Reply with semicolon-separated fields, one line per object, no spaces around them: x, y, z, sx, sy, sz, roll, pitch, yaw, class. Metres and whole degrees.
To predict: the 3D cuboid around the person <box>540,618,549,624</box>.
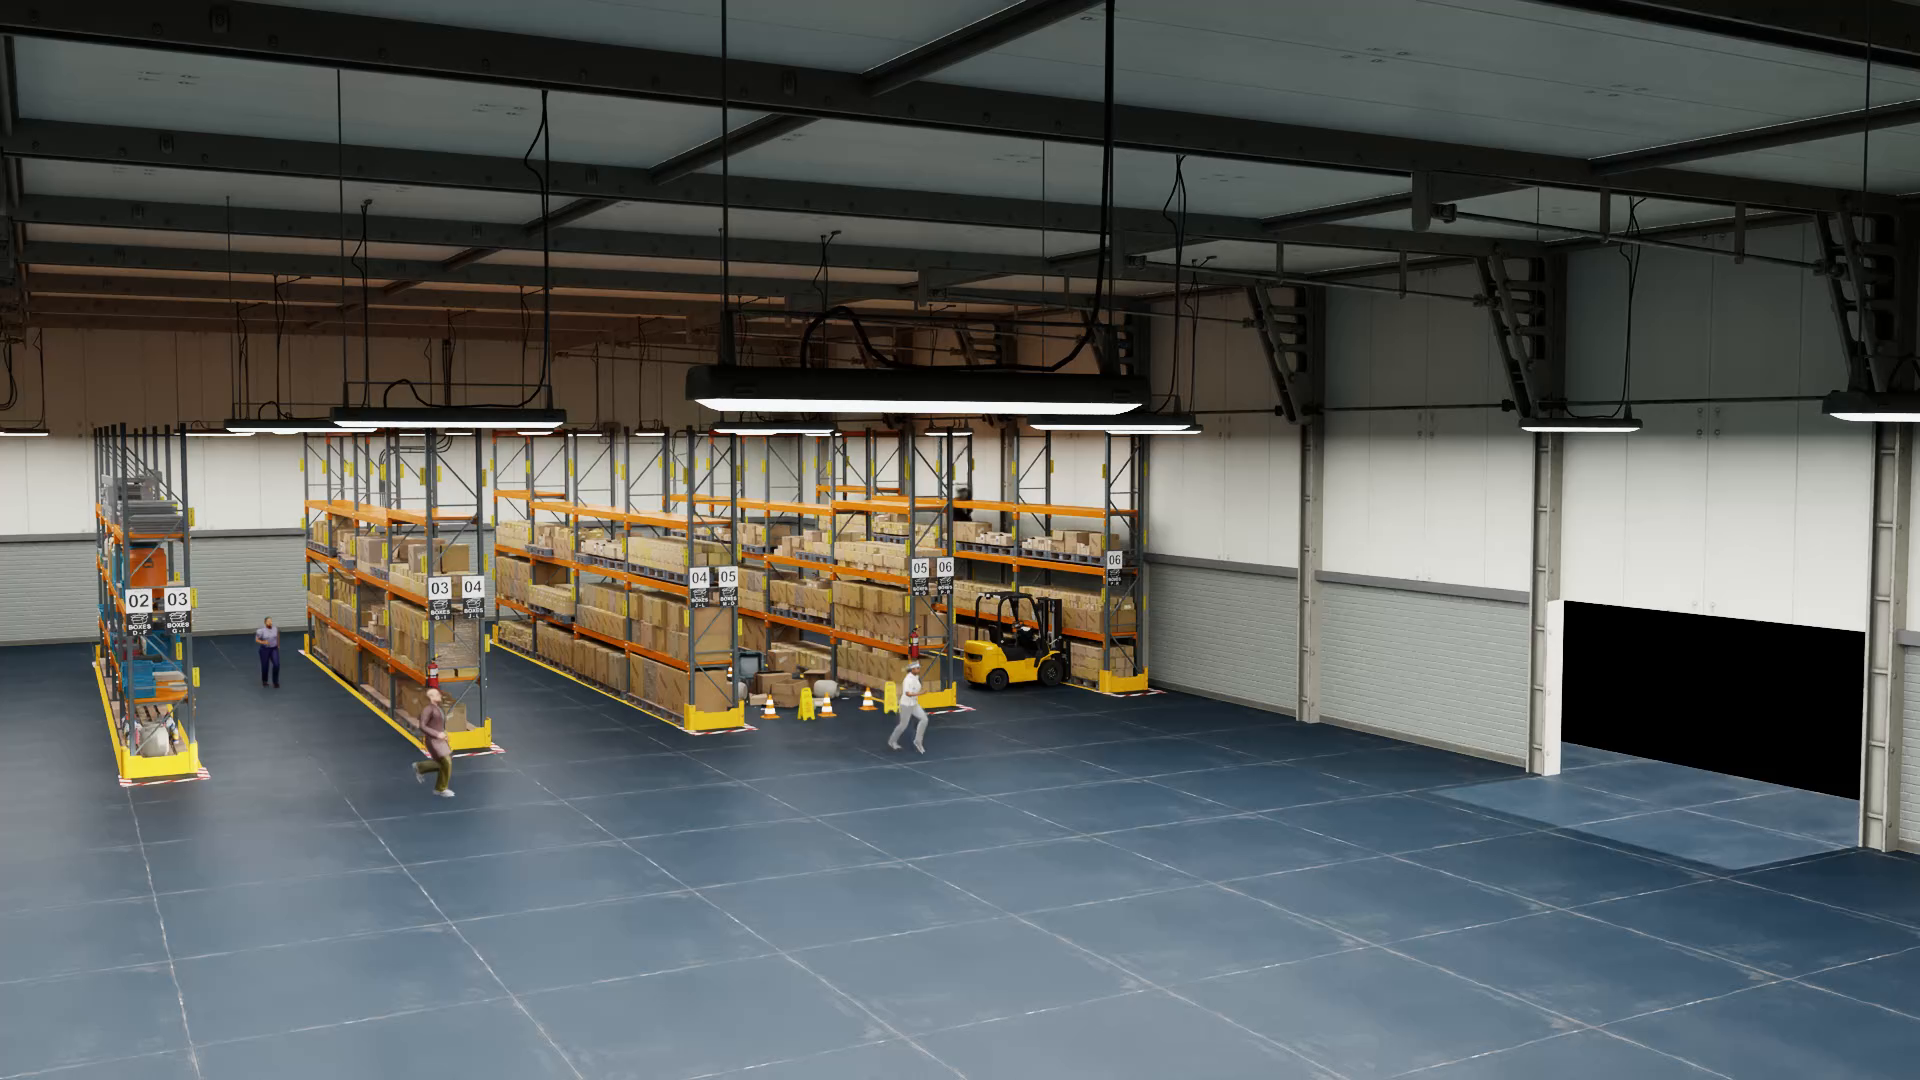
-11.918;1.969;48.337;0.678;1.739;0.732;2;4;31;person

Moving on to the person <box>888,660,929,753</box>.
-0.941;3.051;30.430;0.831;1.710;0.599;1;4;21;person

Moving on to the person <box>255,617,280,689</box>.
-15.886;2.607;38.211;0.590;1.697;0.730;-2;4;-35;person

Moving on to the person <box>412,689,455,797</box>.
-8.471;3.282;26.705;0.711;1.671;0.741;0;3;-2;person

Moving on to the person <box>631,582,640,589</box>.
-9.878;1.864;50.147;0.546;1.623;0.567;-1;4;-22;person
